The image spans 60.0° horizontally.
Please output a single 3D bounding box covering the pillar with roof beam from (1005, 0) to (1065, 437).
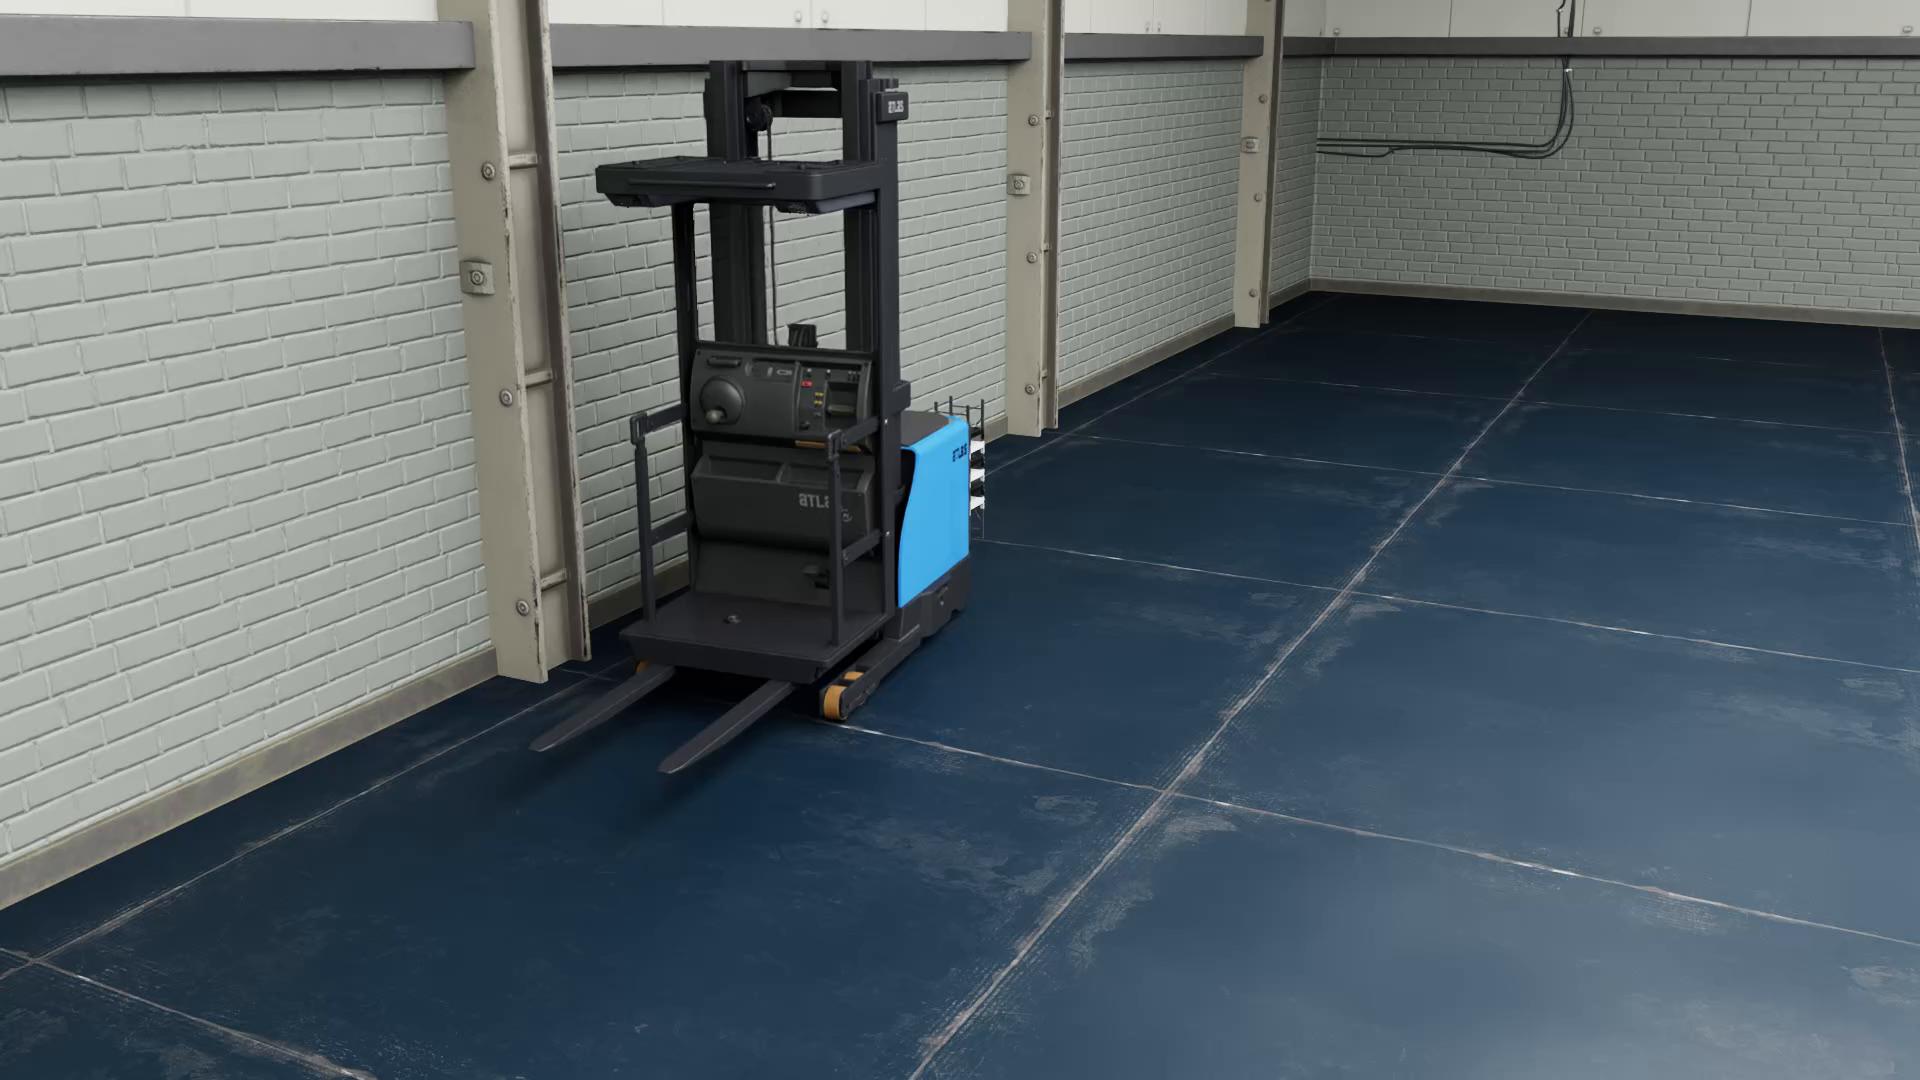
[{"bbox_3d":[4.429,-4.660,10.410,9.100,9.000,0.400,8,18,25],"label":"pillar with roof beam"}]

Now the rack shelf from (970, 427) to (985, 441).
[{"bbox_3d":[-0.004,-0.656,10.322,0.258,0.077,0.200,8,18,25],"label":"rack shelf"}]

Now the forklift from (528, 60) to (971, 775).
[{"bbox_3d":[-0.932,-0.700,7.732,1.130,2.935,3.031,6,18,20],"label":"forklift"}]

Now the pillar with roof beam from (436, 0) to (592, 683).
[{"bbox_3d":[1.748,-3.132,5.264,9.100,9.000,0.400,8,18,25],"label":"pillar with roof beam"}]

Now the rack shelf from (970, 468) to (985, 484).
[{"bbox_3d":[-0.004,-0.397,10.399,0.258,0.077,0.200,8,18,25],"label":"rack shelf"}]

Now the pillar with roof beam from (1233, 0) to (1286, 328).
[{"bbox_3d":[7.111,-6.189,15.555,9.100,9.000,0.400,8,18,25],"label":"pillar with roof beam"}]

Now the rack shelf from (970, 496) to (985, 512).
[{"bbox_3d":[-0.004,-0.225,10.450,0.258,0.077,0.200,8,18,25],"label":"rack shelf"}]

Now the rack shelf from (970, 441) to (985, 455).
[{"bbox_3d":[-0.004,-0.570,10.348,0.258,0.077,0.200,8,18,25],"label":"rack shelf"}]

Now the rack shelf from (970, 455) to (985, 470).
[{"bbox_3d":[-0.004,-0.484,10.373,0.258,0.077,0.200,8,18,25],"label":"rack shelf"}]

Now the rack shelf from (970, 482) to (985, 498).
[{"bbox_3d":[-0.004,-0.311,10.424,0.258,0.077,0.200,8,18,25],"label":"rack shelf"}]

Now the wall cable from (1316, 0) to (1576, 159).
[{"bbox_3d":[5.759,-5.830,19.801,3.097,2.526,0.112,8,18,25],"label":"wall cable"}]

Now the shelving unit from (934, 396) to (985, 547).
[{"bbox_3d":[-0.004,-0.429,10.389,0.258,0.900,0.210,8,18,25],"label":"shelving unit"}]

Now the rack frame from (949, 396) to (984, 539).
[{"bbox_3d":[0.042,-0.455,10.476,0.240,0.900,0.006,8,18,25],"label":"rack frame"}]

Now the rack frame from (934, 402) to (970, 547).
[{"bbox_3d":[-0.049,-0.403,10.302,0.240,0.900,0.006,8,18,25],"label":"rack frame"}]
